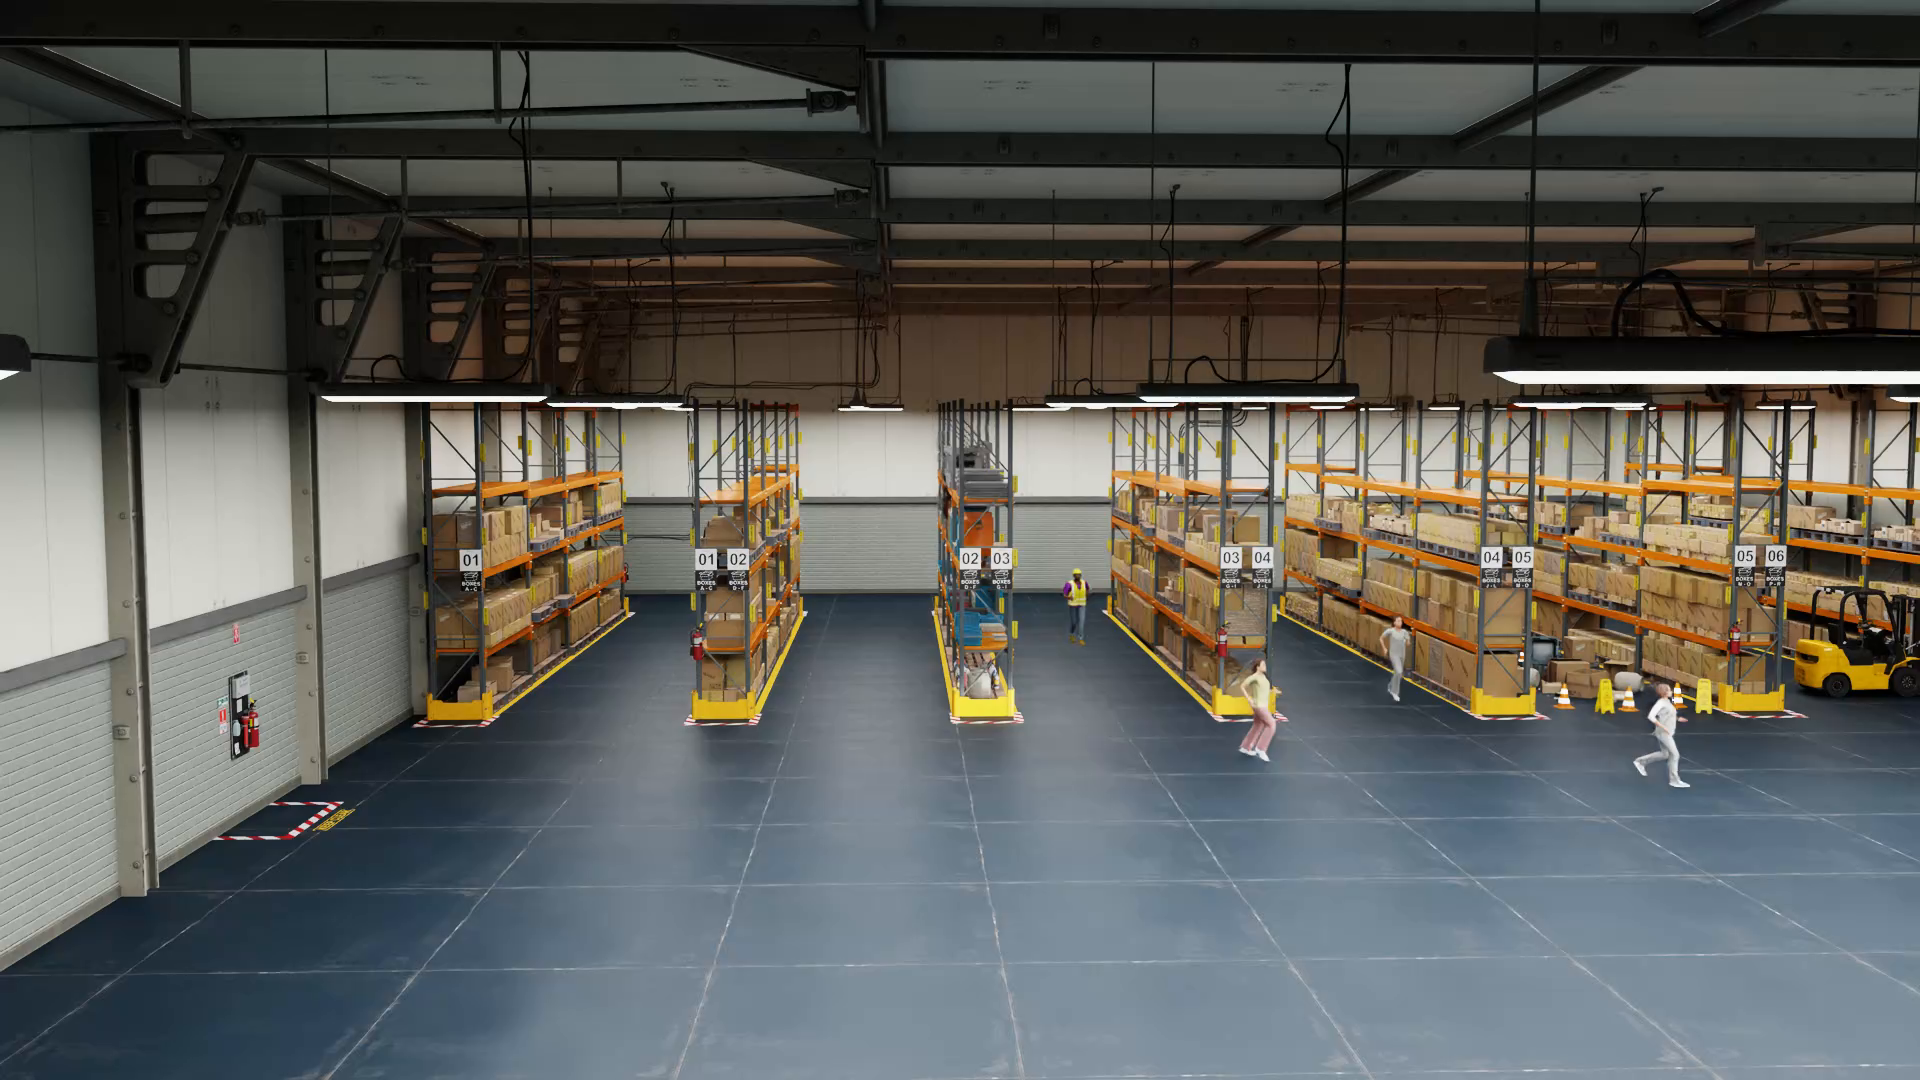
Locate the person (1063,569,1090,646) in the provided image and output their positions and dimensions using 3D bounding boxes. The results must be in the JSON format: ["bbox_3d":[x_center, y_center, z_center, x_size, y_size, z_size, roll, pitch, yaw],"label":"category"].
[{"bbox_3d":[2.768,1.570,39.187,0.700,1.783,0.864,-1,4,-11],"label":"person"}]

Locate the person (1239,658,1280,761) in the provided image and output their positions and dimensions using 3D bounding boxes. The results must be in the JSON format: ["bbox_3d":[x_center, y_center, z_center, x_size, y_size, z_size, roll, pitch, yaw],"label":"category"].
[{"bbox_3d":[4.966,2.798,27.544,0.698,1.696,0.548,2,5,27],"label":"person"}]

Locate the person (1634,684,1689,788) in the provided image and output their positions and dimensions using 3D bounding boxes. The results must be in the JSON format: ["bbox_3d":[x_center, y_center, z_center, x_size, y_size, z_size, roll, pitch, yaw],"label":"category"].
[{"bbox_3d":[10.799,2.989,25.570,0.822,1.570,0.547,3,5,32],"label":"person"}]

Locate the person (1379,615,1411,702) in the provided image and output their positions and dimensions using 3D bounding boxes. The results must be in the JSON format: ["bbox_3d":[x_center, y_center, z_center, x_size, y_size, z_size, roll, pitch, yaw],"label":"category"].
[{"bbox_3d":[8.738,2.362,33.290,0.531,1.721,0.738,-1,5,-18],"label":"person"}]
